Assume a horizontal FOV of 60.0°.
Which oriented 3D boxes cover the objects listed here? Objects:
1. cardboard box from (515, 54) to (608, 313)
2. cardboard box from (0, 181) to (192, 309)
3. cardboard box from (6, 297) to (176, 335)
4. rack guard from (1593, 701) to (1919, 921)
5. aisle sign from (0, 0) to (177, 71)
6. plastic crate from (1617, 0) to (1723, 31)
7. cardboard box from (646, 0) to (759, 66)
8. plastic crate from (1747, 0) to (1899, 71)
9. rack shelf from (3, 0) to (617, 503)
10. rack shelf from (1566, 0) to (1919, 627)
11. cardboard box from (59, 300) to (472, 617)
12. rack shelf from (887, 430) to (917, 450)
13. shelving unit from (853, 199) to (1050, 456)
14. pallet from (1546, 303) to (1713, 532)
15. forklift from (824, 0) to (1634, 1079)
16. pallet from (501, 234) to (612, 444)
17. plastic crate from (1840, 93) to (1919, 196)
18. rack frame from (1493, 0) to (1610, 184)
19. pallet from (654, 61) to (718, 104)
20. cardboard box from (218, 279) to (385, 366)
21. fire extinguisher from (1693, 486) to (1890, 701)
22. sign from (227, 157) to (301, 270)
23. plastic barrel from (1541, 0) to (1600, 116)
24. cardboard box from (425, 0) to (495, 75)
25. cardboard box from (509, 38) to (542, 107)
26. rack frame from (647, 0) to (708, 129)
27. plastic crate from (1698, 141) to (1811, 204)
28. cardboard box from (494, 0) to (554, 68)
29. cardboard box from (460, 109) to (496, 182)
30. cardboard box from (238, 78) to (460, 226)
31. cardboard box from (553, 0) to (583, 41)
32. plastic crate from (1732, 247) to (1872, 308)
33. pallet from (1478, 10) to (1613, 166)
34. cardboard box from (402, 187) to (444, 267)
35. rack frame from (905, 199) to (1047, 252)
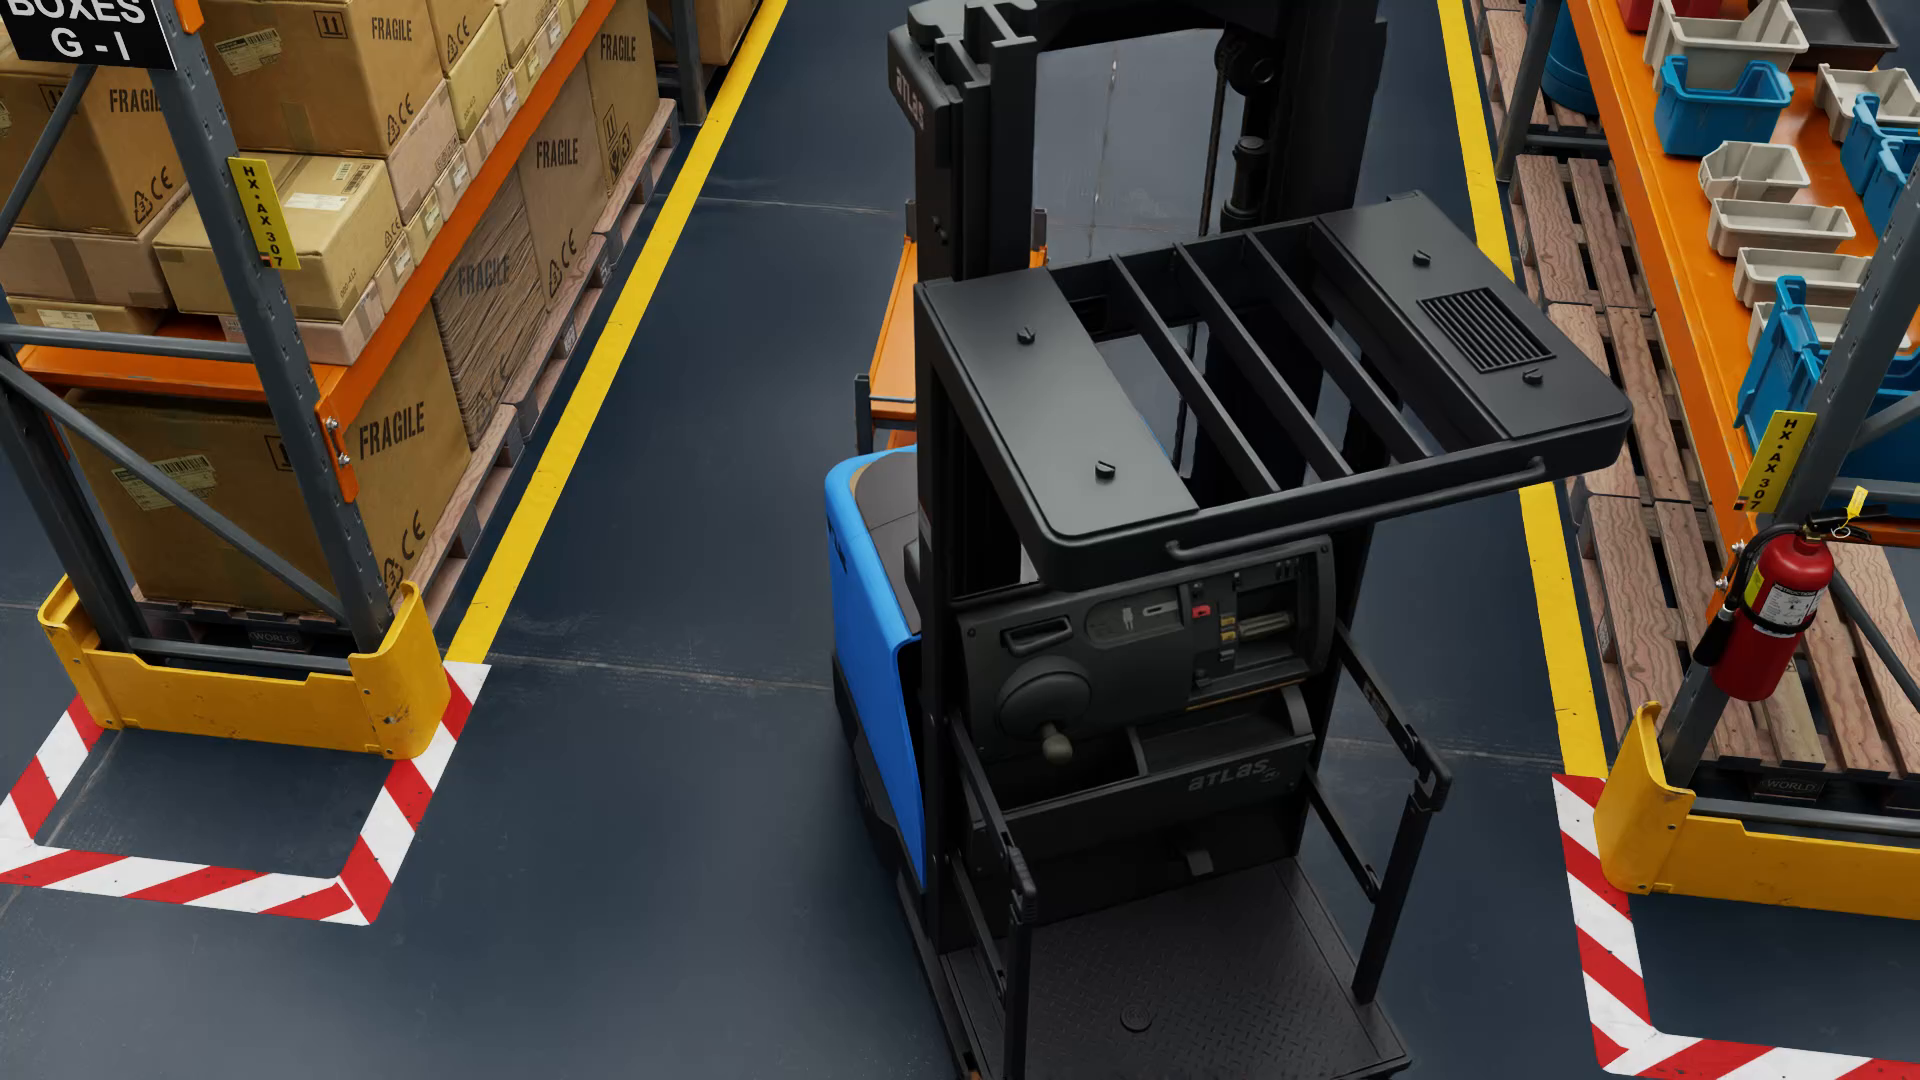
[{"bbox_3d":[-2.087,-1.595,6.993,0.875,0.875,0.875,5,44,6],"label":"cardboard box"},{"bbox_3d":[-2.529,-0.952,4.966,0.500,0.250,0.500,5,44,5],"label":"cardboard box"},{"bbox_3d":[-2.609,-0.725,5.017,0.380,0.149,0.250,6,44,6],"label":"cardboard box"},{"bbox_3d":[2.589,0.832,5.008,1.175,0.500,0.348,5,44,6],"label":"rack guard"},{"bbox_3d":[-2.042,-1.411,3.668,0.394,0.787,0.004,5,44,6],"label":"aisle sign"},{"bbox_3d":[2.742,-2.279,6.385,0.402,0.464,0.583,5,44,6],"label":"plastic crate"},{"bbox_3d":[-1.737,-3.089,8.570,1.225,0.875,0.875,5,44,6],"label":"cardboard box"},{"bbox_3d":[3.226,-1.954,6.289,0.437,0.125,0.590,5,44,6],"label":"plastic crate"},{"bbox_3d":[-2.066,-1.646,6.329,1.077,0.370,4.000,5,44,6],"label":"rack shelf"},{"bbox_3d":[2.844,-1.195,5.854,1.077,0.370,4.000,5,44,6],"label":"rack shelf"},{"bbox_3d":[-2.325,-0.368,5.697,0.875,0.875,0.875,5,44,6],"label":"cardboard box"},{"bbox_3d":[-0.010,-0.244,6.045,0.538,0.278,1.000,5,44,5],"label":"rack shelf"},{"bbox_3d":[-0.010,-0.421,5.877,0.538,1.125,1.048,5,44,5],"label":"shelving unit"},{"bbox_3d":[2.891,-0.469,6.591,1.003,0.211,1.213,5,44,6],"label":"pallet"},{"bbox_3d":[0.520,0.346,3.753,1.130,2.935,3.031,-13,45,-13],"label":"forklift"},{"bbox_3d":[-2.138,-0.912,7.060,1.003,0.211,1.213,5,44,6],"label":"pallet"},{"bbox_3d":[3.152,-1.295,5.514,0.416,0.233,0.300,5,44,6],"label":"plastic crate"},{"bbox_3d":[3.108,-2.820,7.046,1.000,3.000,0.127,5,44,6],"label":"rack frame"},{"bbox_3d":[-1.774,-2.790,9.043,1.003,0.211,1.213,5,44,6],"label":"pallet"},{"bbox_3d":[-1.956,-0.664,4.953,0.380,0.149,0.250,6,44,6],"label":"cardboard box"},{"bbox_3d":[2.109,0.132,4.257,0.296,0.674,0.183,5,44,6],"label":"fire extinguisher"},{"bbox_3d":[-1.781,-0.832,4.260,0.100,0.325,0.005,5,44,6],"label":"sign"},{"bbox_3d":[3.197,-2.579,8.013,0.600,0.901,0.708,5,44,6],"label":"plastic barrel"},{"bbox_3d":[-1.870,-1.867,5.387,0.500,0.500,0.500,4,44,4],"label":"cardboard box"},{"bbox_3d":[-1.754,-1.713,6.060,0.380,0.149,0.250,4,44,4],"label":"cardboard box"},{"bbox_3d":[-1.801,-3.270,7.522,1.000,3.000,0.127,5,44,6],"label":"rack frame"},{"bbox_3d":[2.594,-1.183,5.466,0.298,0.136,0.250,5,44,6],"label":"plastic crate"},{"bbox_3d":[-1.803,-1.953,6.024,0.500,0.250,0.500,4,44,5],"label":"cardboard box"},{"bbox_3d":[-1.822,-1.365,5.693,0.380,0.149,0.250,4,44,5],"label":"cardboard box"},{"bbox_3d":[-1.937,-1.255,5.286,0.500,0.250,0.500,5,44,5],"label":"cardboard box"},{"bbox_3d":[-1.686,-2.065,6.432,0.380,0.149,0.250,5,44,5],"label":"cardboard box"},{"bbox_3d":[2.560,-0.788,5.049,0.396,0.136,0.243,5,44,6],"label":"plastic crate"},{"bbox_3d":[3.252,-2.329,8.556,1.003,0.211,1.213,5,44,6],"label":"pallet"},{"bbox_3d":[-1.890,-1.014,5.322,0.380,0.149,0.250,4,44,5],"label":"cardboard box"},{"bbox_3d":[0.057,-0.768,6.243,0.500,1.125,0.032,5,44,5],"label":"rack frame"}]
